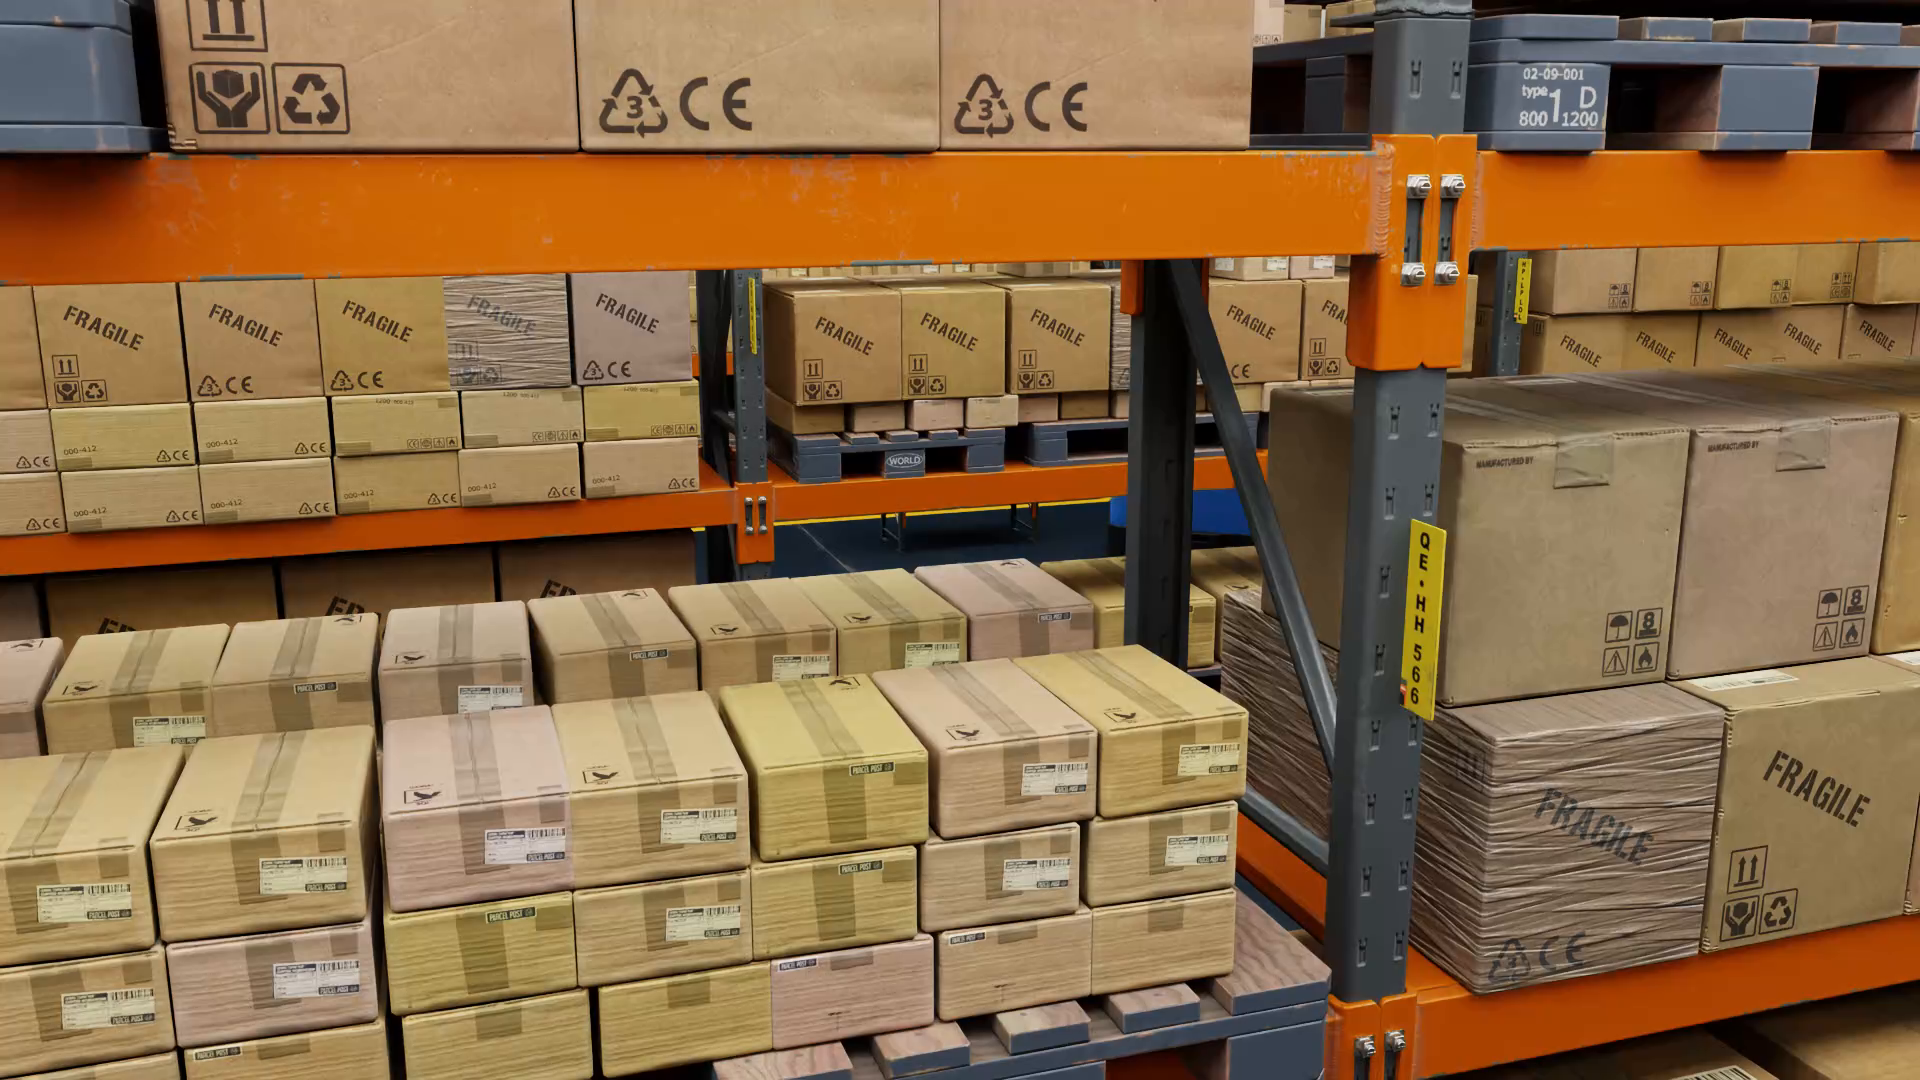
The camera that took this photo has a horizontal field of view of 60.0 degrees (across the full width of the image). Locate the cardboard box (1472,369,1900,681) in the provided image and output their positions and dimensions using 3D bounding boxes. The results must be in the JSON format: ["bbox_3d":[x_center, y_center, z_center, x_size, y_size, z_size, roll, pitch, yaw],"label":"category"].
[{"bbox_3d":[1.494,-0.064,3.554,0.500,0.500,0.700,-5,14,-19],"label":"cardboard box"}]

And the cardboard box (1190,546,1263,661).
[{"bbox_3d":[1.526,0.333,9.031,0.625,0.372,0.950,-4,14,-15],"label":"cardboard box"}]

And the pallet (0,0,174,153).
[{"bbox_3d":[-1.604,-0.633,2.244,1.003,0.211,1.213,-4,14,-18],"label":"pallet"}]

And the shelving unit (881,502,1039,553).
[{"bbox_3d":[-0.006,-0.547,12.011,1.048,1.125,0.538,-4,14,-18],"label":"shelving unit"}]

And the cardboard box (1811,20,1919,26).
[{"bbox_3d":[2.145,-1.411,3.771,0.500,0.500,0.500,-4,14,-18],"label":"cardboard box"}]

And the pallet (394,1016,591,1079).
[{"bbox_3d":[-1.277,0.788,2.763,1.213,0.211,1.003,-4,14,-18],"label":"pallet"}]

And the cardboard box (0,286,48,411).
[{"bbox_3d":[-3.897,-0.792,6.612,0.500,0.500,0.500,-5,14,-18],"label":"cardboard box"}]

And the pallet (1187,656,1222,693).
[{"bbox_3d":[0.807,0.671,8.864,1.213,0.211,1.003,-4,14,-18],"label":"pallet"}]

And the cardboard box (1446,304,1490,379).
[{"bbox_3d":[3.045,-1.115,9.488,0.500,0.500,0.500,-5,14,-20],"label":"cardboard box"}]

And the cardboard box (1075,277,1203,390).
[{"bbox_3d":[0.881,-1.035,8.244,0.500,0.500,0.500,-5,14,-20],"label":"cardboard box"}]

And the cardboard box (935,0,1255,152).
[{"bbox_3d":[0.126,-0.871,2.623,0.500,0.500,0.500,-4,14,-18],"label":"cardboard box"}]

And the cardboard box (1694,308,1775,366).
[{"bbox_3d":[4.157,-1.075,9.321,0.500,0.500,0.500,-5,14,-19],"label":"cardboard box"}]

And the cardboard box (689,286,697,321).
[{"bbox_3d":[-2.168,-1.771,12.350,0.500,0.250,0.500,-4,14,-18],"label":"cardboard box"}]

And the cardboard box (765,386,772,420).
[{"bbox_3d":[-0.853,-0.697,8.225,0.250,0.149,0.380,-4,14,-16],"label":"cardboard box"}]

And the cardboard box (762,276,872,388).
[{"bbox_3d":[-0.746,-1.031,8.228,0.500,0.500,0.500,-5,14,-20],"label":"cardboard box"}]

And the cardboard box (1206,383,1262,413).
[{"bbox_3d":[1.332,-0.745,8.430,0.250,0.149,0.380,-4,14,-18],"label":"cardboard box"}]

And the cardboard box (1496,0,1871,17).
[{"bbox_3d":[1.342,-1.135,3.018,0.500,0.311,0.500,-4,14,-18],"label":"cardboard box"}]

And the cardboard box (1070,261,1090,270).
[{"bbox_3d":[0.863,-2.213,13.345,0.250,0.149,0.380,-4,14,-16],"label":"cardboard box"}]

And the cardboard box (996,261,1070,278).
[{"bbox_3d":[0.372,-1.435,8.524,0.250,0.149,0.380,-5,14,-21],"label":"cardboard box"}]

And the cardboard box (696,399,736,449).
[{"bbox_3d":[-2.079,-0.719,12.908,0.625,0.625,0.875,-4,14,-16],"label":"cardboard box"}]

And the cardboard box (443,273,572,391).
[{"bbox_3d":[-1.978,-0.939,7.230,0.500,0.500,0.500,-4,14,-17],"label":"cardboard box"}]

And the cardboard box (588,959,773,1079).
[{"bbox_3d":[-0.452,0.649,2.567,0.250,0.149,0.380,-5,14,-19],"label":"cardboard box"}]

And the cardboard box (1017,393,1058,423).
[{"bbox_3d":[0.303,-0.678,8.148,0.250,0.149,0.380,-4,14,-15],"label":"cardboard box"}]

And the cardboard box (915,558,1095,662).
[{"bbox_3d":[0.082,0.160,3.338,0.250,0.149,0.380,-4,14,-18],"label":"cardboard box"}]

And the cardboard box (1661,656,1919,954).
[{"bbox_3d":[1.579,0.479,3.432,0.500,0.500,0.500,-5,14,-19],"label":"cardboard box"}]

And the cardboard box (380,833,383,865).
[{"bbox_3d":[-1.158,0.544,3.007,0.250,0.149,0.380,-4,14,-17],"label":"cardboard box"}]

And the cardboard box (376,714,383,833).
[{"bbox_3d":[-1.156,0.400,2.973,0.250,0.149,0.380,-5,14,-19],"label":"cardboard box"}]

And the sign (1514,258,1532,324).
[{"bbox_3d":[2.883,-1.276,8.522,0.005,0.325,0.100,-4,14,-18],"label":"sign"}]

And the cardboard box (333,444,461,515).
[{"bbox_3d":[-2.446,-0.297,7.232,0.500,0.250,0.500,-5,14,-19],"label":"cardboard box"}]

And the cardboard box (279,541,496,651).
[{"bbox_3d":[-2.616,0.388,7.712,0.875,0.875,0.875,-4,14,-17],"label":"cardboard box"}]

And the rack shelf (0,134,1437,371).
[{"bbox_3d":[-1.309,-0.422,2.508,4.000,0.370,1.077,-4,14,-18],"label":"rack shelf"}]

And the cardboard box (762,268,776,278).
[{"bbox_3d":[-1.547,-2.017,12.522,0.250,0.149,0.380,-4,14,-17],"label":"cardboard box"}]

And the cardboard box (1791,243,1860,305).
[{"bbox_3d":[4.630,-1.621,9.456,0.500,0.500,0.700,-5,14,-18],"label":"cardboard box"}]

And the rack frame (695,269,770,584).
[{"bbox_3d":[-1.088,-0.539,7.926,0.127,3.000,1.000,-4,14,-18],"label":"rack frame"}]

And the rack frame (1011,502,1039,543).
[{"bbox_3d":[0.475,-0.584,12.168,0.032,1.125,0.500,-4,14,-18],"label":"rack frame"}]

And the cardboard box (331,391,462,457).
[{"bbox_3d":[-2.430,-0.537,7.160,0.500,0.250,0.500,-5,14,-20],"label":"cardboard box"}]

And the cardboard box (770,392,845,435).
[{"bbox_3d":[-0.721,-0.604,7.835,0.250,0.149,0.380,-5,14,-21],"label":"cardboard box"}]

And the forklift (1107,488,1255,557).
[{"bbox_3d":[2.576,-1.228,10.970,3.031,2.935,1.130,4,14,18],"label":"forklift"}]

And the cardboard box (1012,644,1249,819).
[{"bbox_3d":[0.268,0.305,2.730,0.250,0.149,0.380,-5,14,-20],"label":"cardboard box"}]

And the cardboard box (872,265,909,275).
[{"bbox_3d":[-0.565,-2.075,12.767,0.250,0.149,0.380,-5,14,-20],"label":"cardboard box"}]

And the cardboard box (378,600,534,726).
[{"bbox_3d":[-0.908,0.237,3.014,0.250,0.149,0.380,-4,14,-15],"label":"cardboard box"}]

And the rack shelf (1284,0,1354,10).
[{"bbox_3d":[3.012,-4.444,13.798,4.000,0.370,1.077,-4,14,-18],"label":"rack shelf"}]

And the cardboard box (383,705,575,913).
[{"bbox_3d":[-0.701,0.379,2.417,0.250,0.149,0.380,-4,14,-18],"label":"cardboard box"}]

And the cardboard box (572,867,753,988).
[{"bbox_3d":[-0.475,0.507,2.520,0.250,0.149,0.380,-4,14,-18],"label":"cardboard box"}]
